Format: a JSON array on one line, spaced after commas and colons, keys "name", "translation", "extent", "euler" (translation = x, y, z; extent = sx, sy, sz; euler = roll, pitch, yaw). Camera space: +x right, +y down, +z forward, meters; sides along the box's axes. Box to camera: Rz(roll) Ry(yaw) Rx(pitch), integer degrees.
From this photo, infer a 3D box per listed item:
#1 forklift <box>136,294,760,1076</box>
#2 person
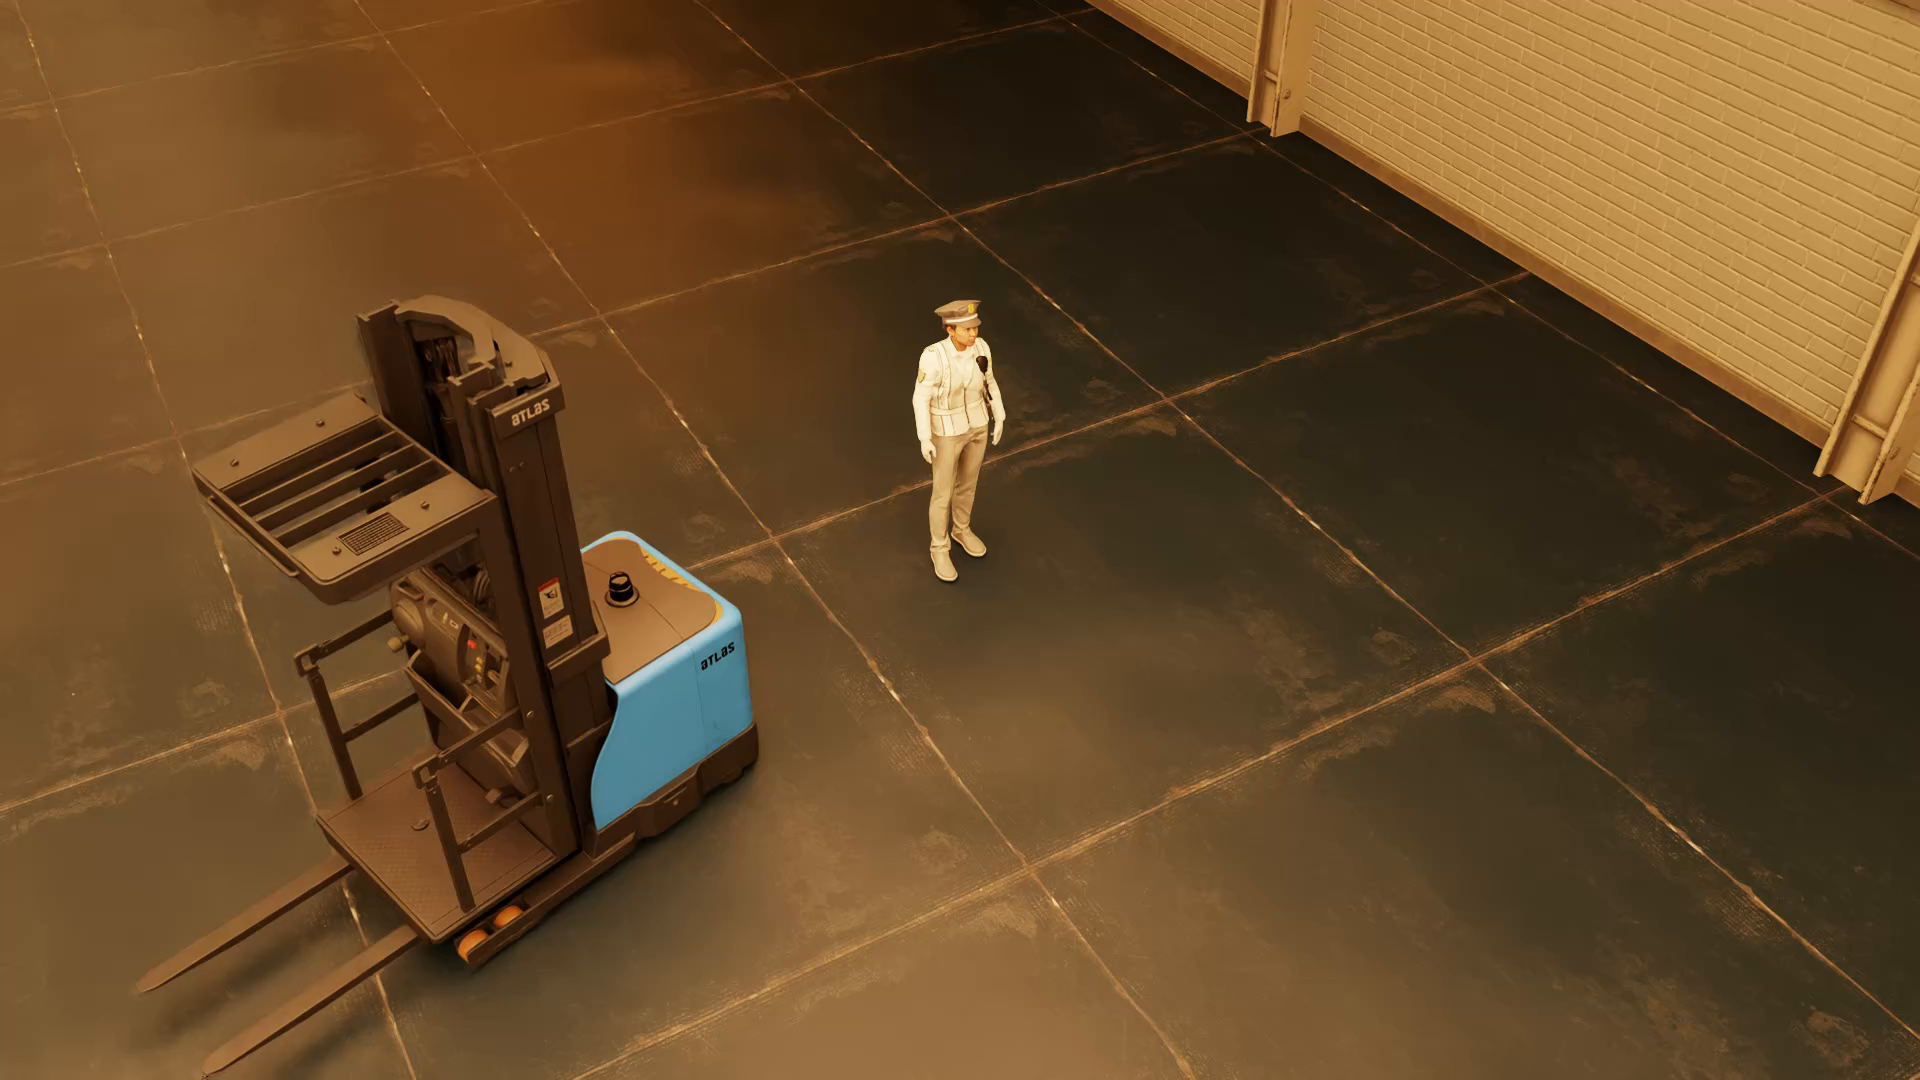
[{"name": "forklift", "translation": [-2.453, 0.516, 7.415], "extent": [1.130, 2.935, 3.031], "euler": [32, 49, 32]}, {"name": "person", "translation": [0.034, -0.613, 9.732], "extent": [0.587, 1.695, 0.513], "euler": [-20, 44, -23]}]
